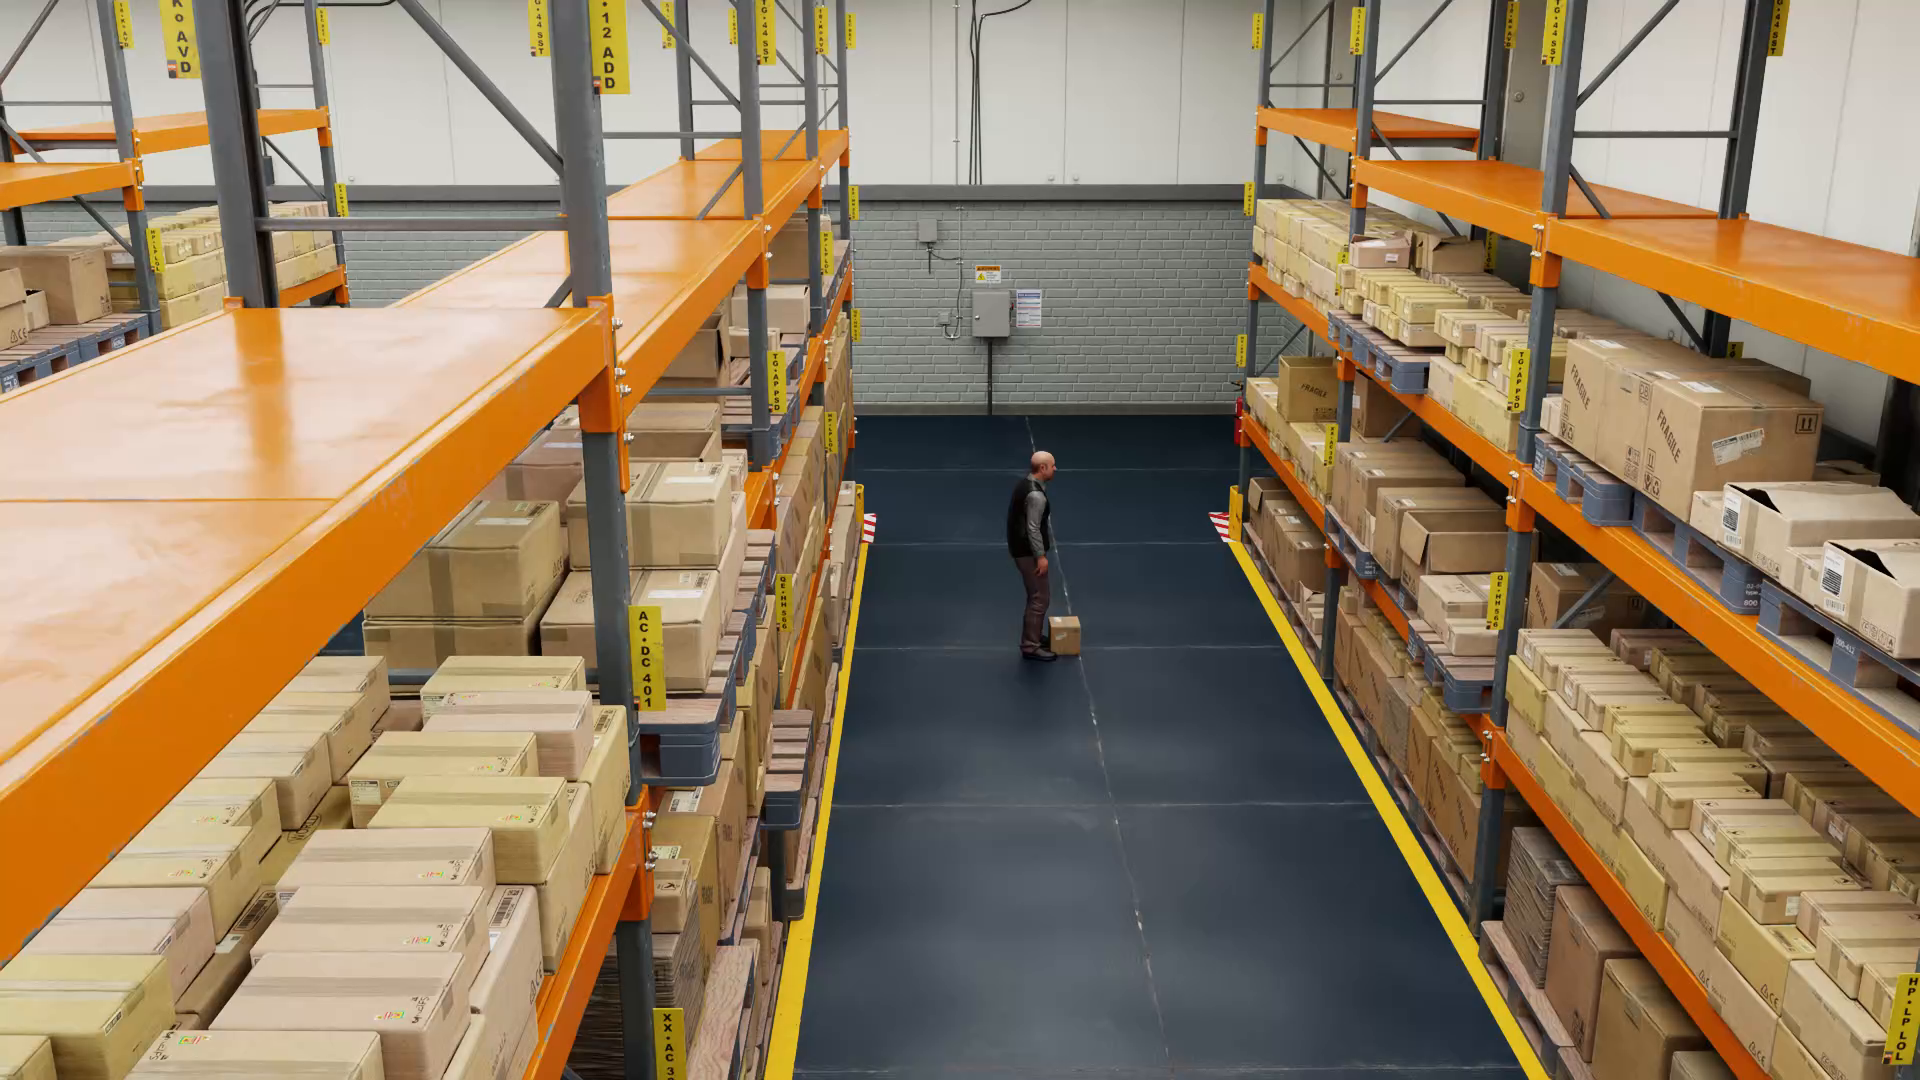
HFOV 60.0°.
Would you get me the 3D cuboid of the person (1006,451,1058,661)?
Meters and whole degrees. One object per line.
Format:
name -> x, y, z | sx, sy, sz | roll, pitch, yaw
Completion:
person -> 0.623, 0.106, 13.821 | 0.475, 1.720, 0.587 | -1, 17, -4
